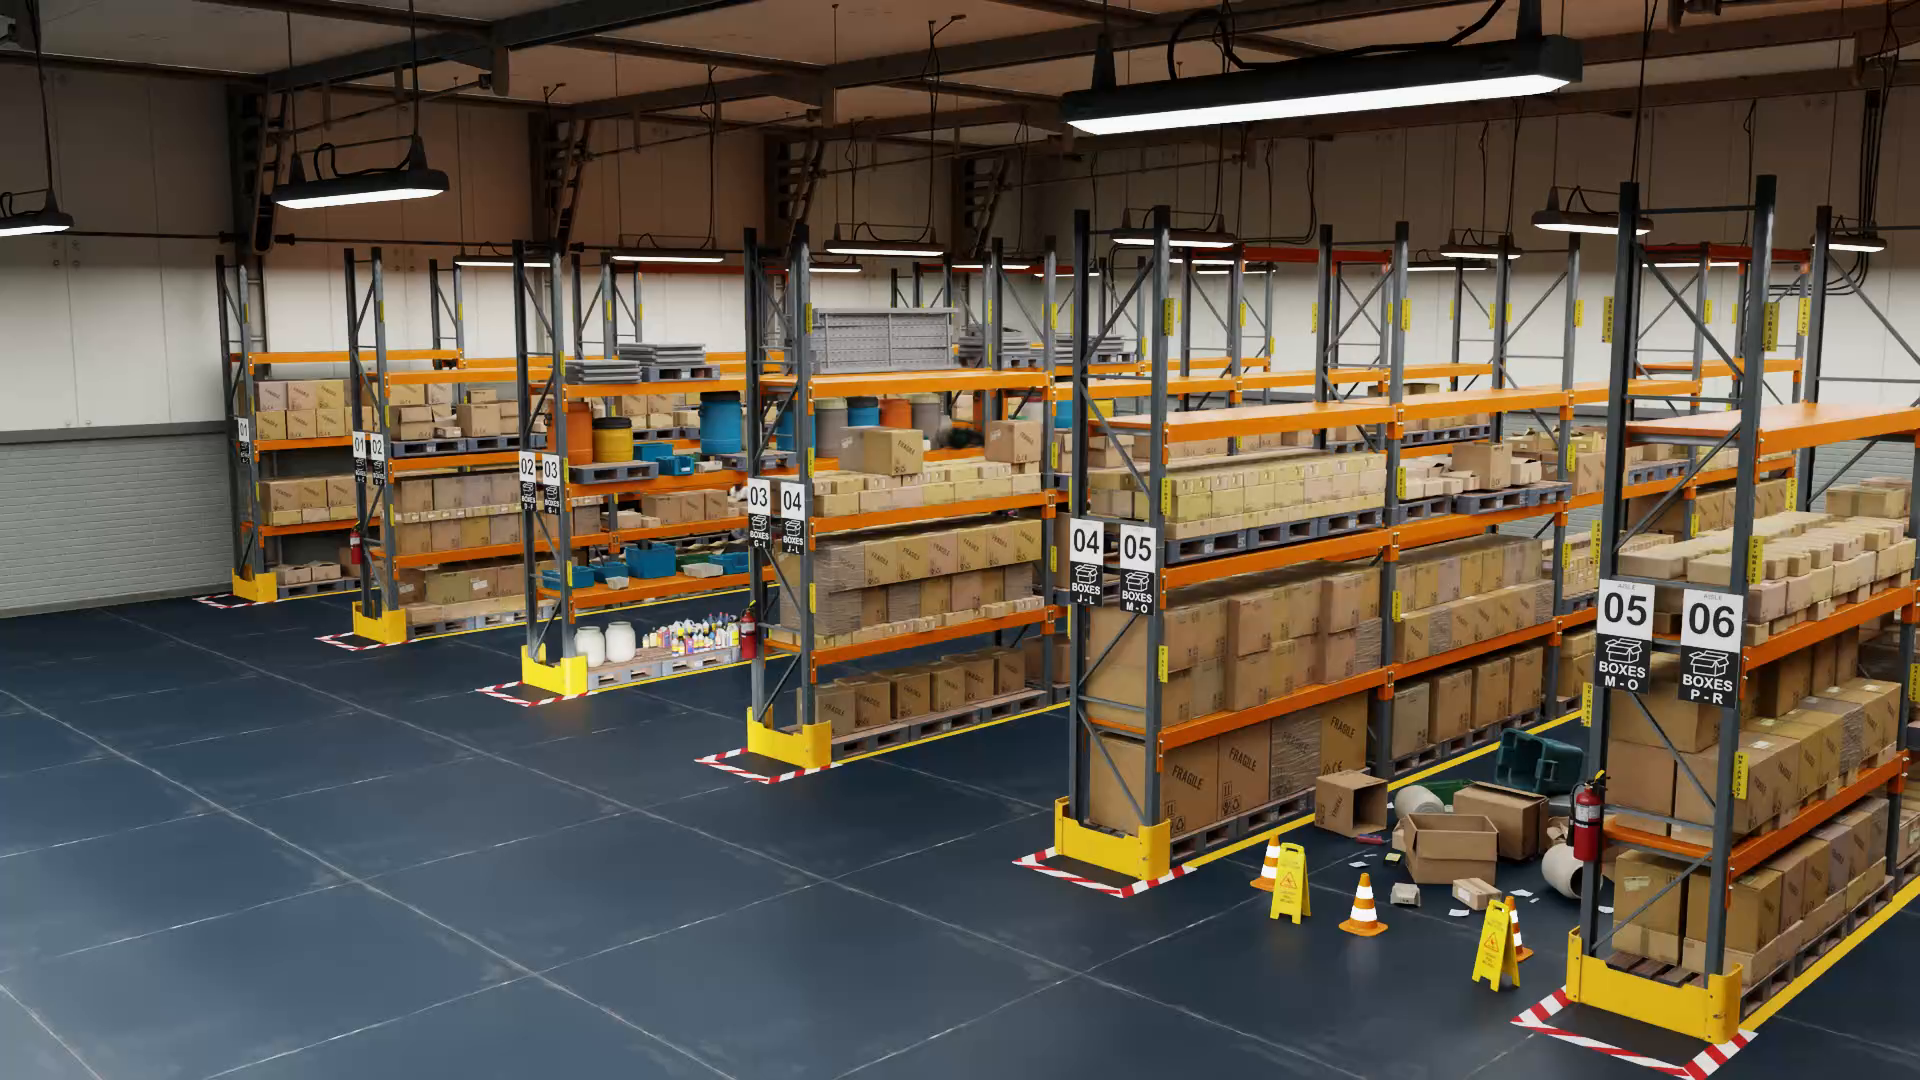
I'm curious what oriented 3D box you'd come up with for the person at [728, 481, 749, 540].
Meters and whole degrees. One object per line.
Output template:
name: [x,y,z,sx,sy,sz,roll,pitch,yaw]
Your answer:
person: [-4.432,-0.444,33.418,0.799,1.784,0.649,-8,11,-44]
